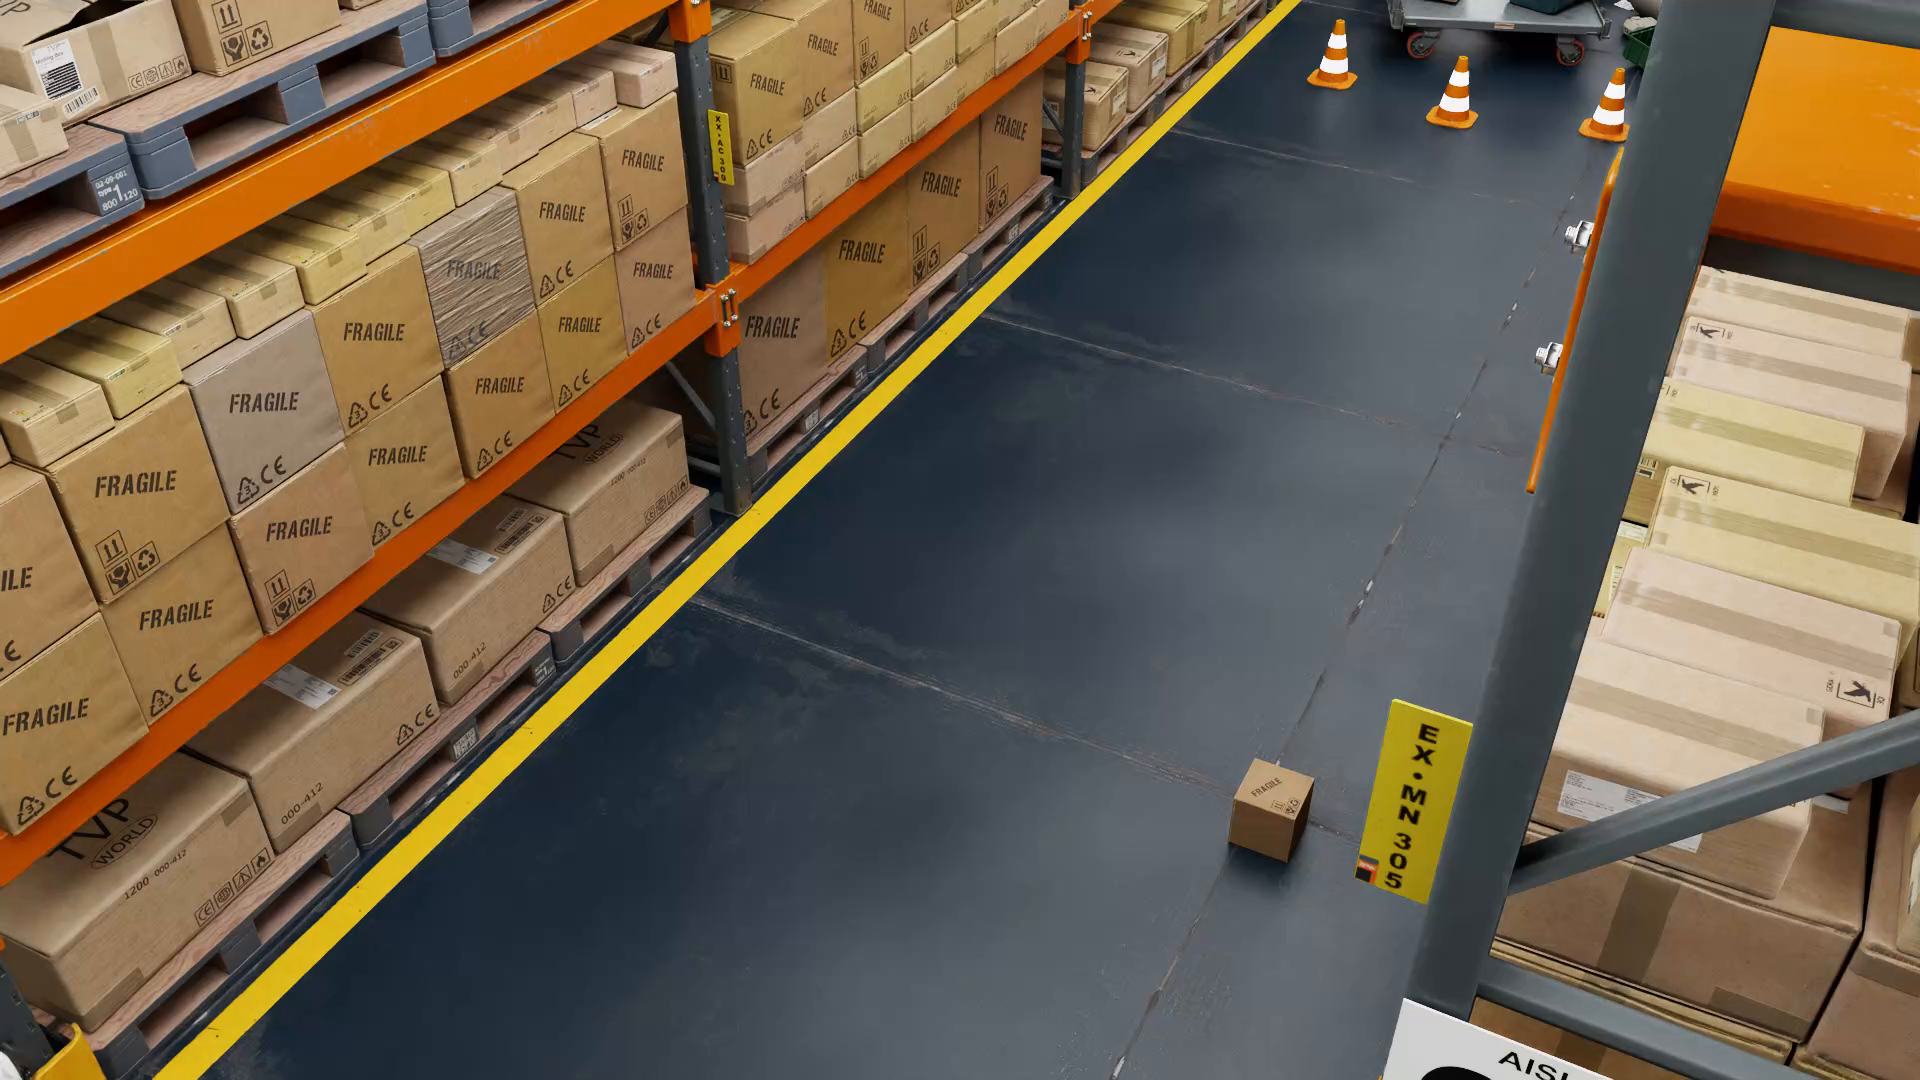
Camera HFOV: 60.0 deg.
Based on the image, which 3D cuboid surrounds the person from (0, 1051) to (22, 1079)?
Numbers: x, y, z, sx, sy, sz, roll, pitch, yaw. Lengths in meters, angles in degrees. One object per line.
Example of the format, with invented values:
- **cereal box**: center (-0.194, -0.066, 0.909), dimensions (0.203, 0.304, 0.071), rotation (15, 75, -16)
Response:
- **person**: center (-2.504, 1.878, 4.297), dimensions (0.998, 1.742, 0.598), rotation (-18, 41, -22)
